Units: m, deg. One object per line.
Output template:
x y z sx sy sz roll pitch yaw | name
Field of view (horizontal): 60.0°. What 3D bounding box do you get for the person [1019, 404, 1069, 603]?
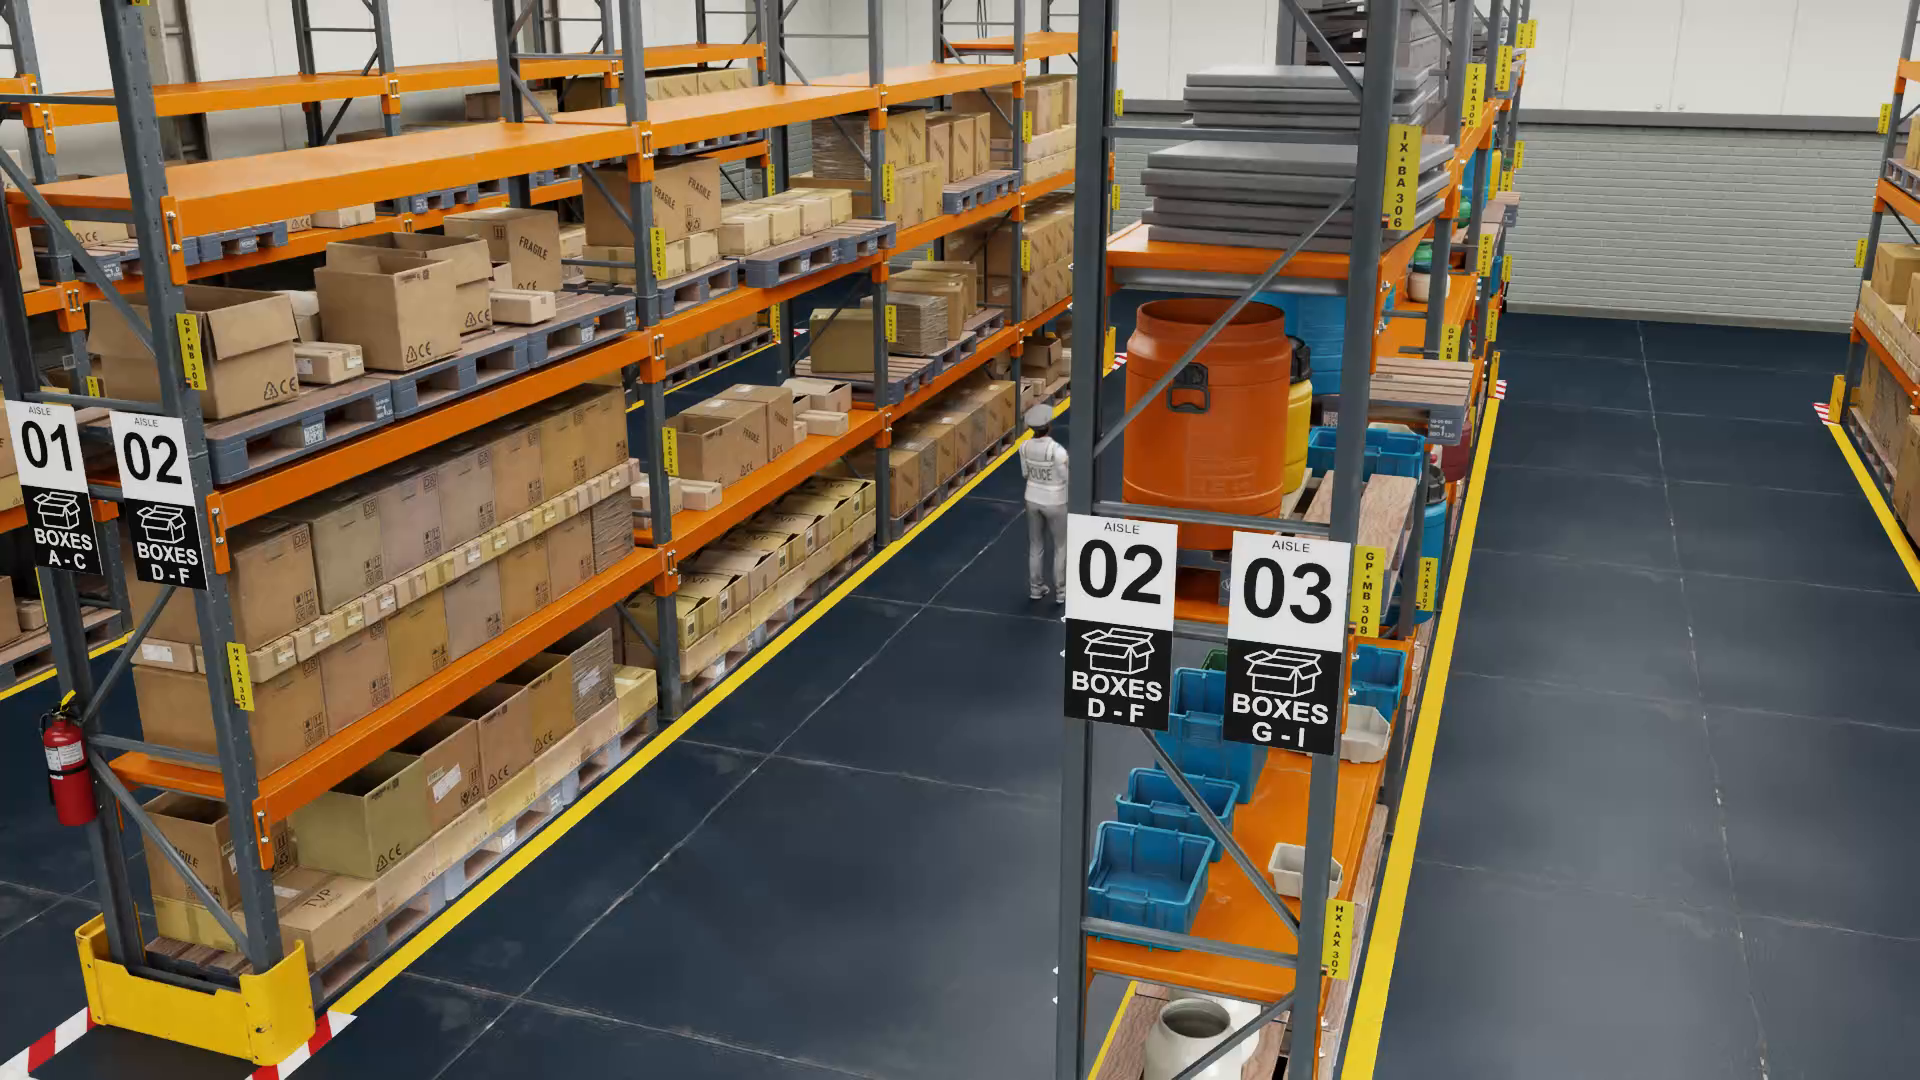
0.742 -0.318 13.831 0.471 1.700 0.543 13 23 33 | person
